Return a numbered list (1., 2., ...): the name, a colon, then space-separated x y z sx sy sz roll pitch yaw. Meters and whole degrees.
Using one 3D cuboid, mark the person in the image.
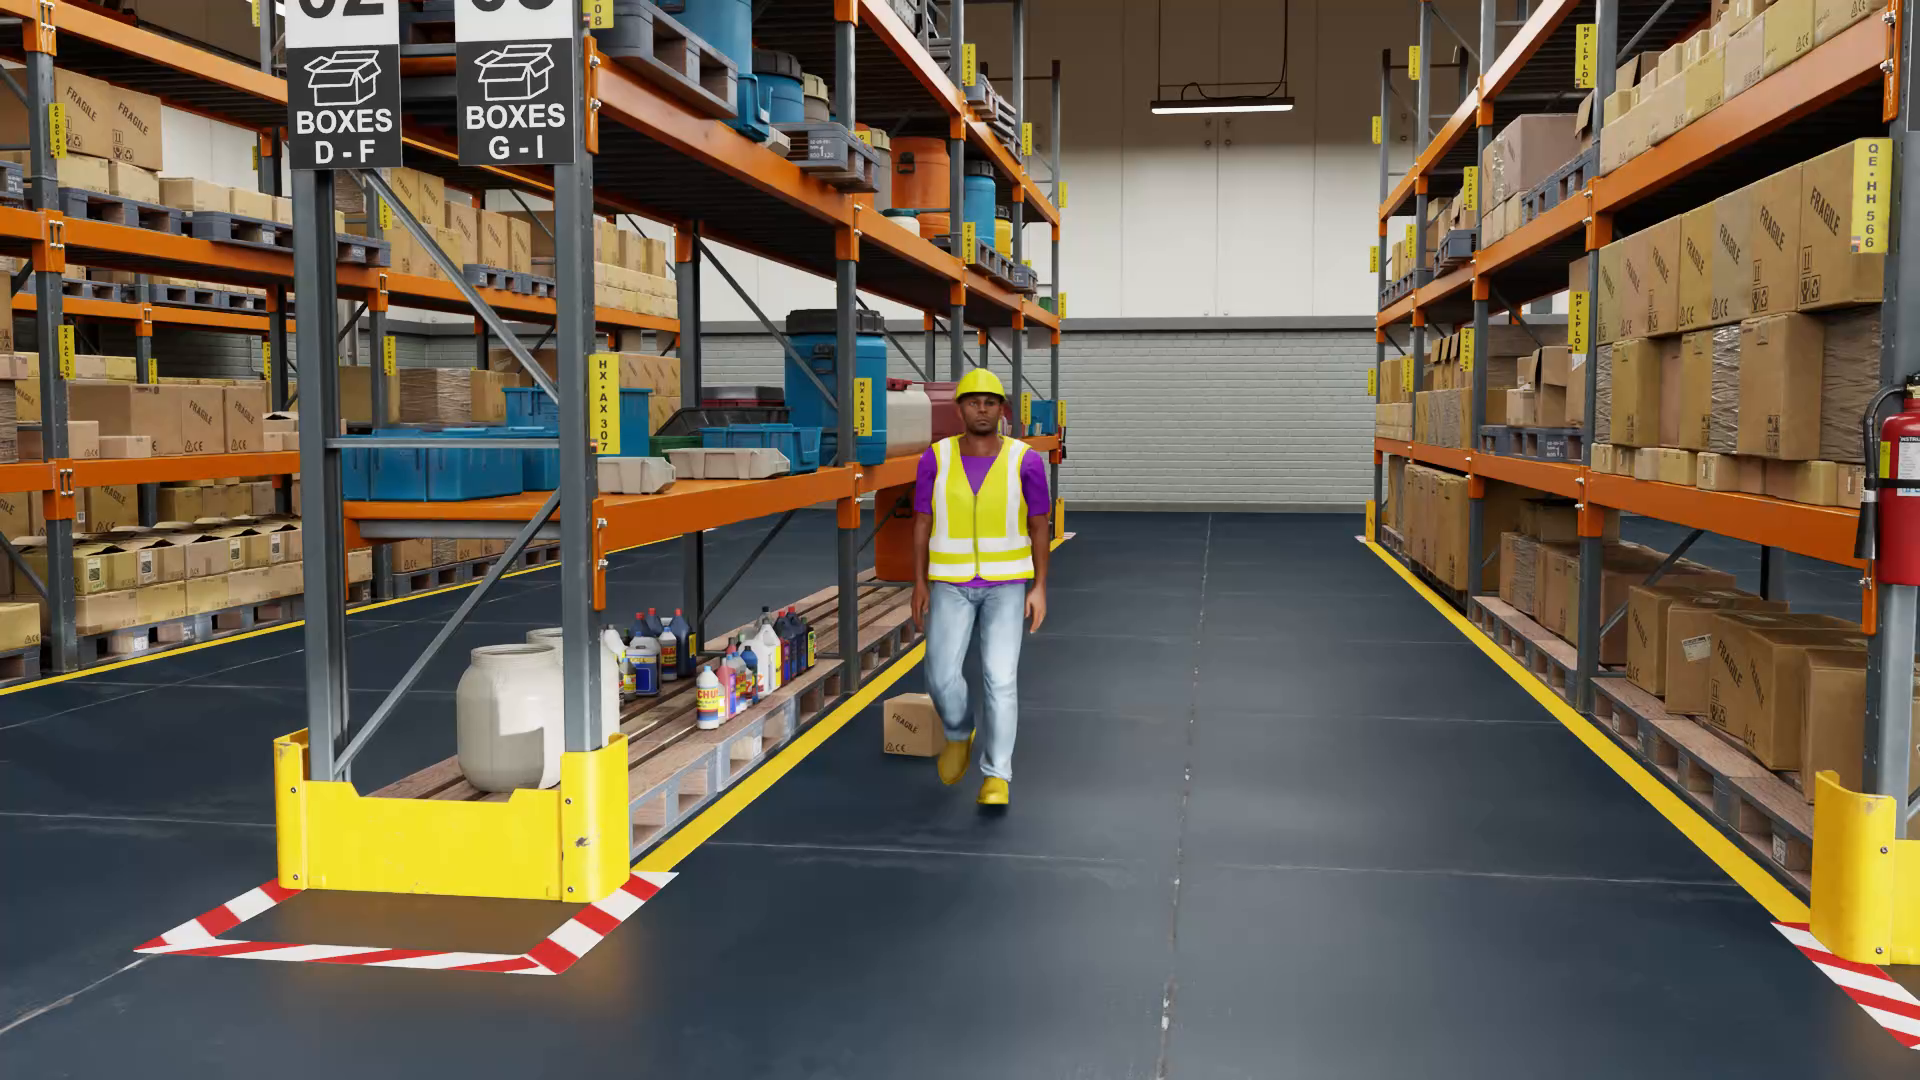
1. person: 0.082 0.180 6.798 0.573 1.756 0.517 0 4 5
